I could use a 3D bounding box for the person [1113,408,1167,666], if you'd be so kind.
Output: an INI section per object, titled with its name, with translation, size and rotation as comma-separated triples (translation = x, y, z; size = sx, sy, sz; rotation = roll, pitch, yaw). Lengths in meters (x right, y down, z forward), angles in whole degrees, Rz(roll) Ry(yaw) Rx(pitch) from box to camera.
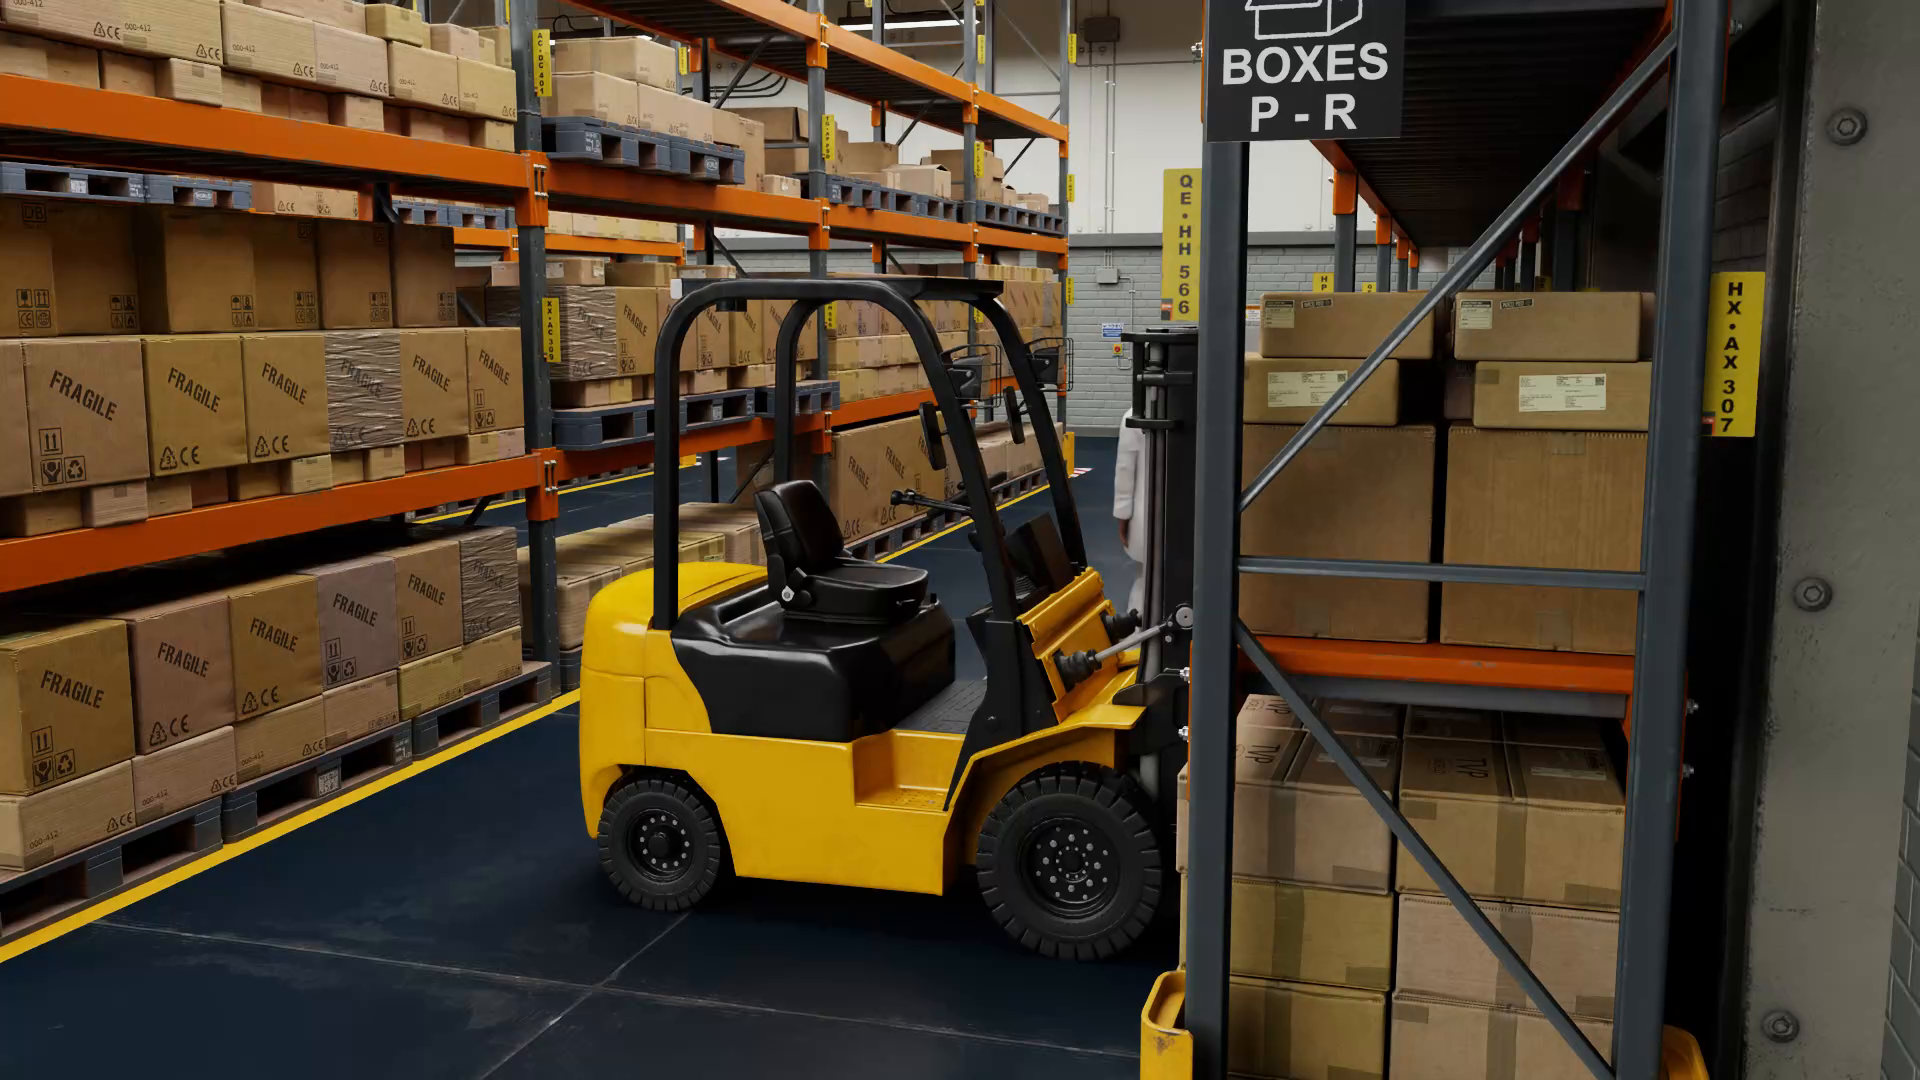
[person]
translation = 1.171, -0.089, 9.145
size = 0.634, 1.839, 0.393
rotation = 3, 9, 22
